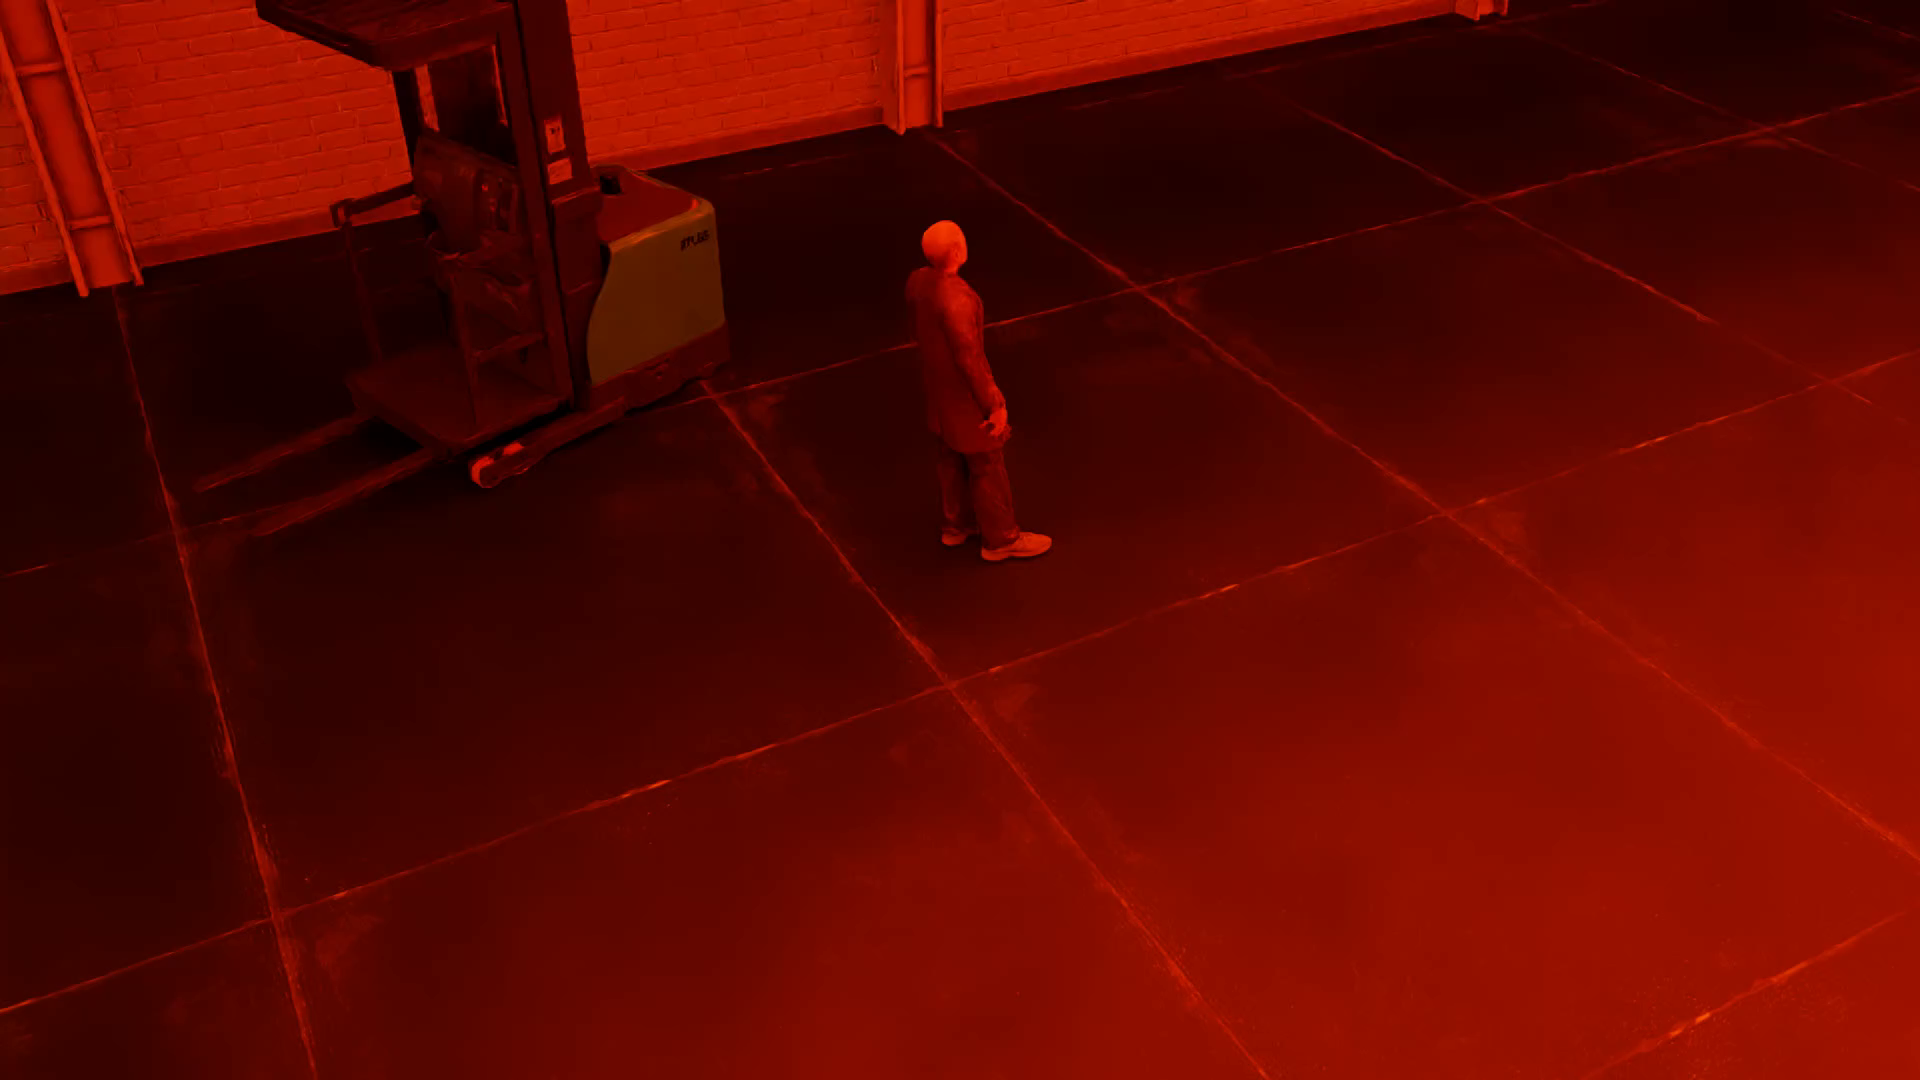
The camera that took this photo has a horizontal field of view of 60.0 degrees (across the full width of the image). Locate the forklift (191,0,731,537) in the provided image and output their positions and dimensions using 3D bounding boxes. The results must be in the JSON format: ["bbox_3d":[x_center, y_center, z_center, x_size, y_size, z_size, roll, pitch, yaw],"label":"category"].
[{"bbox_3d":[-2.753,-1.785,8.703,1.129,2.867,3.031,27,44,33],"label":"forklift"}]

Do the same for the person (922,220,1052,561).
[{"bbox_3d":[0.093,-0.755,8.178,0.560,1.776,0.648,-17,39,-23],"label":"person"}]
